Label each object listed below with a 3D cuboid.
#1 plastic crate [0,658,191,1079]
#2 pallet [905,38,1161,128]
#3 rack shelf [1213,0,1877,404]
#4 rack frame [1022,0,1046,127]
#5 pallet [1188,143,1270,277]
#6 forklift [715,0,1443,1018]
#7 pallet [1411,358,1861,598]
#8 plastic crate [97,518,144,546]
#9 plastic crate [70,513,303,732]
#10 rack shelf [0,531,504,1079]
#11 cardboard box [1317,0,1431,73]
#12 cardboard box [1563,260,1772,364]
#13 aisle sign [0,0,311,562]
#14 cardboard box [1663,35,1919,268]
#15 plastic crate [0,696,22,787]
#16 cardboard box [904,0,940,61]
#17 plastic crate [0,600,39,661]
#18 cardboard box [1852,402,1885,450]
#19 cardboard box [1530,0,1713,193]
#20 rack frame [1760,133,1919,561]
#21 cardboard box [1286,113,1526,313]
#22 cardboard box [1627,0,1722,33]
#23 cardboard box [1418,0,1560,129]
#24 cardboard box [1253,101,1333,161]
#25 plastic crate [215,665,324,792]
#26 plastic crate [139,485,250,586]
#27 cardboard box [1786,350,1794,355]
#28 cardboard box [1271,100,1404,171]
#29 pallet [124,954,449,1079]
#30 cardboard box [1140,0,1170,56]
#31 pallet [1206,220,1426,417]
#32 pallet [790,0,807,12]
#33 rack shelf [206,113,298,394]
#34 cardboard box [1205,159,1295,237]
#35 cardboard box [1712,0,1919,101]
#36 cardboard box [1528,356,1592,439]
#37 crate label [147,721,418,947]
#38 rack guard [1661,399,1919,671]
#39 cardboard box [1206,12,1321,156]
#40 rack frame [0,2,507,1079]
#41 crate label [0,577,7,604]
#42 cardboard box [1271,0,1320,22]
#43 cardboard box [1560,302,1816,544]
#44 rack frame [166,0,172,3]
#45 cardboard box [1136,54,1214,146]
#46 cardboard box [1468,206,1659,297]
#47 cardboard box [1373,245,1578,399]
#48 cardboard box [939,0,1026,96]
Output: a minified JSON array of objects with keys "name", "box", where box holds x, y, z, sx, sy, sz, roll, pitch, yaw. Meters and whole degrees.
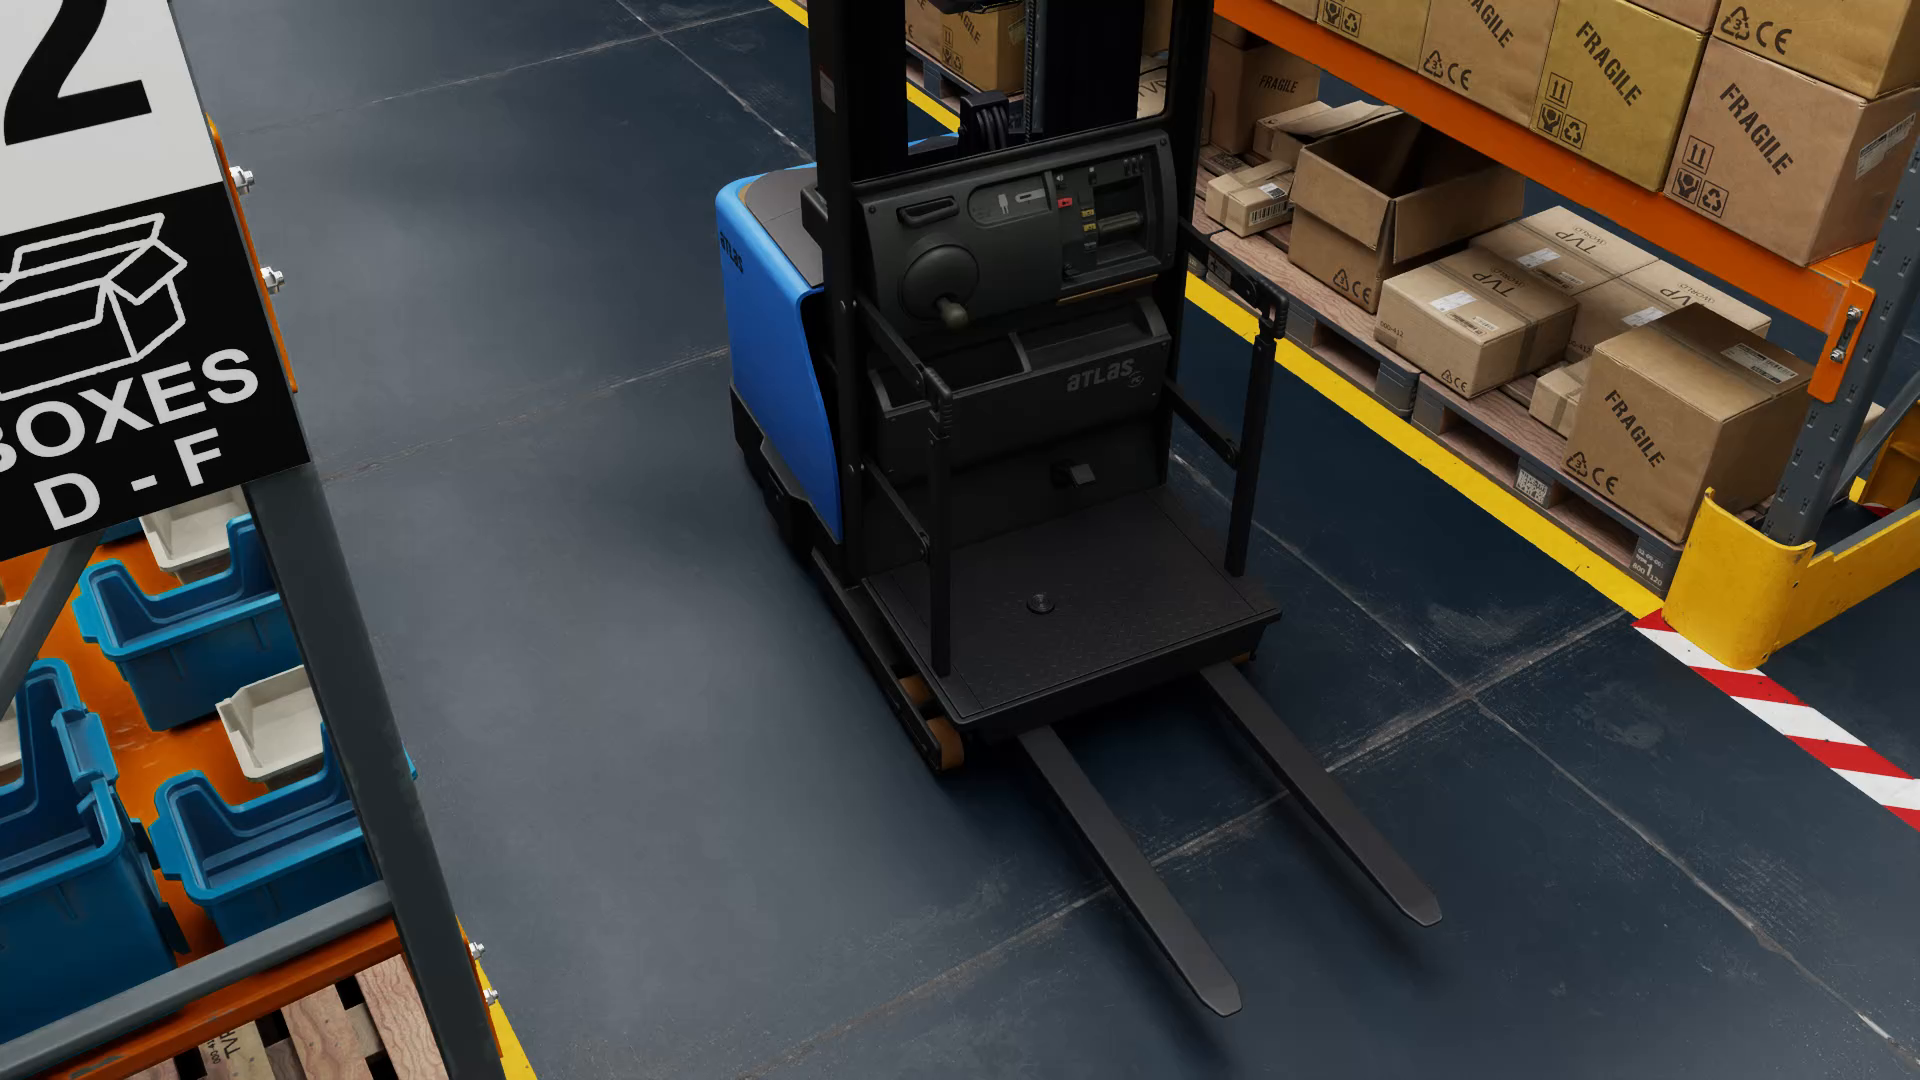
[{"name":"plastic crate","box":[-1.617,0.574,2.643,0.616,0.435,0.499,-22,45,-24]},{"name":"pallet","box":[0.278,-2.489,8.573,1.003,0.211,1.213,-22,45,-24]},{"name":"rack shelf","box":[1.823,-1.779,6.104,1.077,0.370,4.000,-22,45,-24]},{"name":"rack frame","box":[0.748,-3.135,7.169,1.000,3.000,0.127,-22,45,-24]},{"name":"pallet","box":[1.116,-1.692,7.616,1.003,0.211,1.213,-22,45,-24]},{"name":"forklift","box":[0.273,-0.766,4.380,1.130,2.935,3.031,-17,43,-20]},{"name":"pallet","box":[2.428,-0.375,6.036,1.003,0.211,1.213,-22,45,-24]},{"name":"plastic crate","box":[-1.843,-0.189,3.717,0.416,0.233,0.300,-22,45,-24]},{"name":"plastic crate","box":[-1.489,0.167,3.291,0.416,0.233,0.300,-22,45,-24]},{"name":"rack shelf","box":[-2.355,-0.076,4.060,1.077,0.370,4.000,-22,45,-24]},{"name":"cardboard box","box":[1.612,-1.984,5.710,0.500,0.500,0.500,-23,45,-25]},{"name":"cardboard box","box":[2.576,-0.749,6.110,0.500,0.250,0.500,-22,45,-24]},{"name":"aisle sign","box":[-0.991,-0.335,1.778,0.394,0.787,0.004,-22,45,-24]},{"name":"cardboard box","box":[2.428,-1.162,4.723,0.500,0.500,0.500,-21,44,-23]},{"name":"plastic crate","box":[-1.871,0.428,3.053,0.396,0.136,0.243,-22,45,-24]},{"name":"cardboard box","box":[-0.018,-2.781,8.353,0.500,0.500,0.500,-22,45,-24]},{"name":"plastic crate","box":[-2.015,0.266,3.246,0.396,0.136,0.243,-22,45,-24]},{"name":"cardboard box","box":[2.963,-0.394,5.763,0.380,0.149,0.250,-22,45,-24]},{"name":"cardboard box","box":[2.146,-1.441,5.058,0.500,0.500,0.500,-22,45,-24]},{"name":"rack frame","box":[2.898,-0.976,4.578,1.000,3.000,0.127,-22,45,-24]},{"name":"cardboard box","box":[1.762,-1.332,6.612,0.797,0.503,0.637,-22,45,-24]},{"name":"cardboard box","box":[2.155,-1.816,4.727,0.500,0.500,0.500,-21,44,-23]},{"name":"cardboard box","box":[1.883,-1.712,5.384,0.500,0.500,0.500,-22,45,-24]},{"name":"cardboard box","box":[1.545,-1.817,7.471,0.380,0.149,0.250,-22,45,-24]},{"name":"plastic crate","box":[-1.238,0.357,3.137,0.250,0.136,0.298,-22,45,-24]},{"name":"plastic crate","box":[-1.603,-0.009,3.577,0.250,0.136,0.298,-22,45,-24]},{"name":"cardboard box","box":[2.829,-0.536,5.919,0.380,0.166,0.250,-22,45,-24]},{"name":"cardboard box","box":[1.696,-1.656,7.151,0.500,0.311,0.500,-22,45,-24]},{"name":"pallet","box":[-1.691,1.340,3.977,1.003,0.211,1.213,-22,45,-24]},{"name":"cardboard box","box":[0.693,-2.688,8.242,0.500,0.500,0.500,-24,46,-26]},{"name":"pallet","box":[1.776,-1.033,6.825,1.003,0.211,1.213,-22,45,-24]},{"name":"pallet","box":[-0.382,-3.149,9.364,1.003,0.211,1.213,-22,45,-24]},{"name":"rack shelf","box":[-2.355,-1.228,3.100,1.077,0.370,4.000,-22,45,-24]},{"name":"cardboard box","box":[1.264,-1.451,7.018,0.380,0.166,0.250,-22,45,-24]},{"name":"cardboard box","box":[2.427,-1.544,4.400,0.500,0.500,0.500,-23,45,-25]},{"name":"cardboard box","box":[2.256,-0.515,5.894,0.380,0.166,0.250,-22,45,-24]},{"name":"crate label","box":[-1.135,0.522,2.864,0.416,0.233,0.303,-22,45,-24]},{"name":"rack guard","box":[2.858,-0.056,5.427,1.175,0.500,0.348,-22,45,-24]},{"name":"cardboard box","box":[1.293,-2.134,7.576,0.500,0.500,0.500,-22,45,-24]},{"name":"rack frame","box":[-1.280,0.727,2.534,1.000,3.000,0.127,-22,45,-24]},{"name":"crate label","box":[-2.185,0.124,3.417,0.396,0.136,0.243,-22,45,-24]},{"name":"cardboard box","box":[1.337,-2.258,6.039,0.500,0.500,0.500,-22,45,-25]},{"name":"cardboard box","box":[2.398,-0.393,5.488,0.500,0.500,0.500,-22,45,-24]},{"name":"rack frame","box":[-1.280,-1.577,0.614,1.000,3.000,0.127,-22,45,-24]},{"name":"cardboard box","box":[0.791,-1.970,7.527,0.500,0.311,0.500,-22,45,-24]},{"name":"cardboard box","box":[2.308,-1.019,6.434,0.500,0.250,0.500,-22,45,-24]},{"name":"cardboard box","box":[1.913,-0.820,6.195,0.500,0.250,0.500,-22,45,-24]},{"name":"cardboard box","box":[0.241,-2.511,8.029,0.500,0.500,0.500,-22,45,-25]}]
